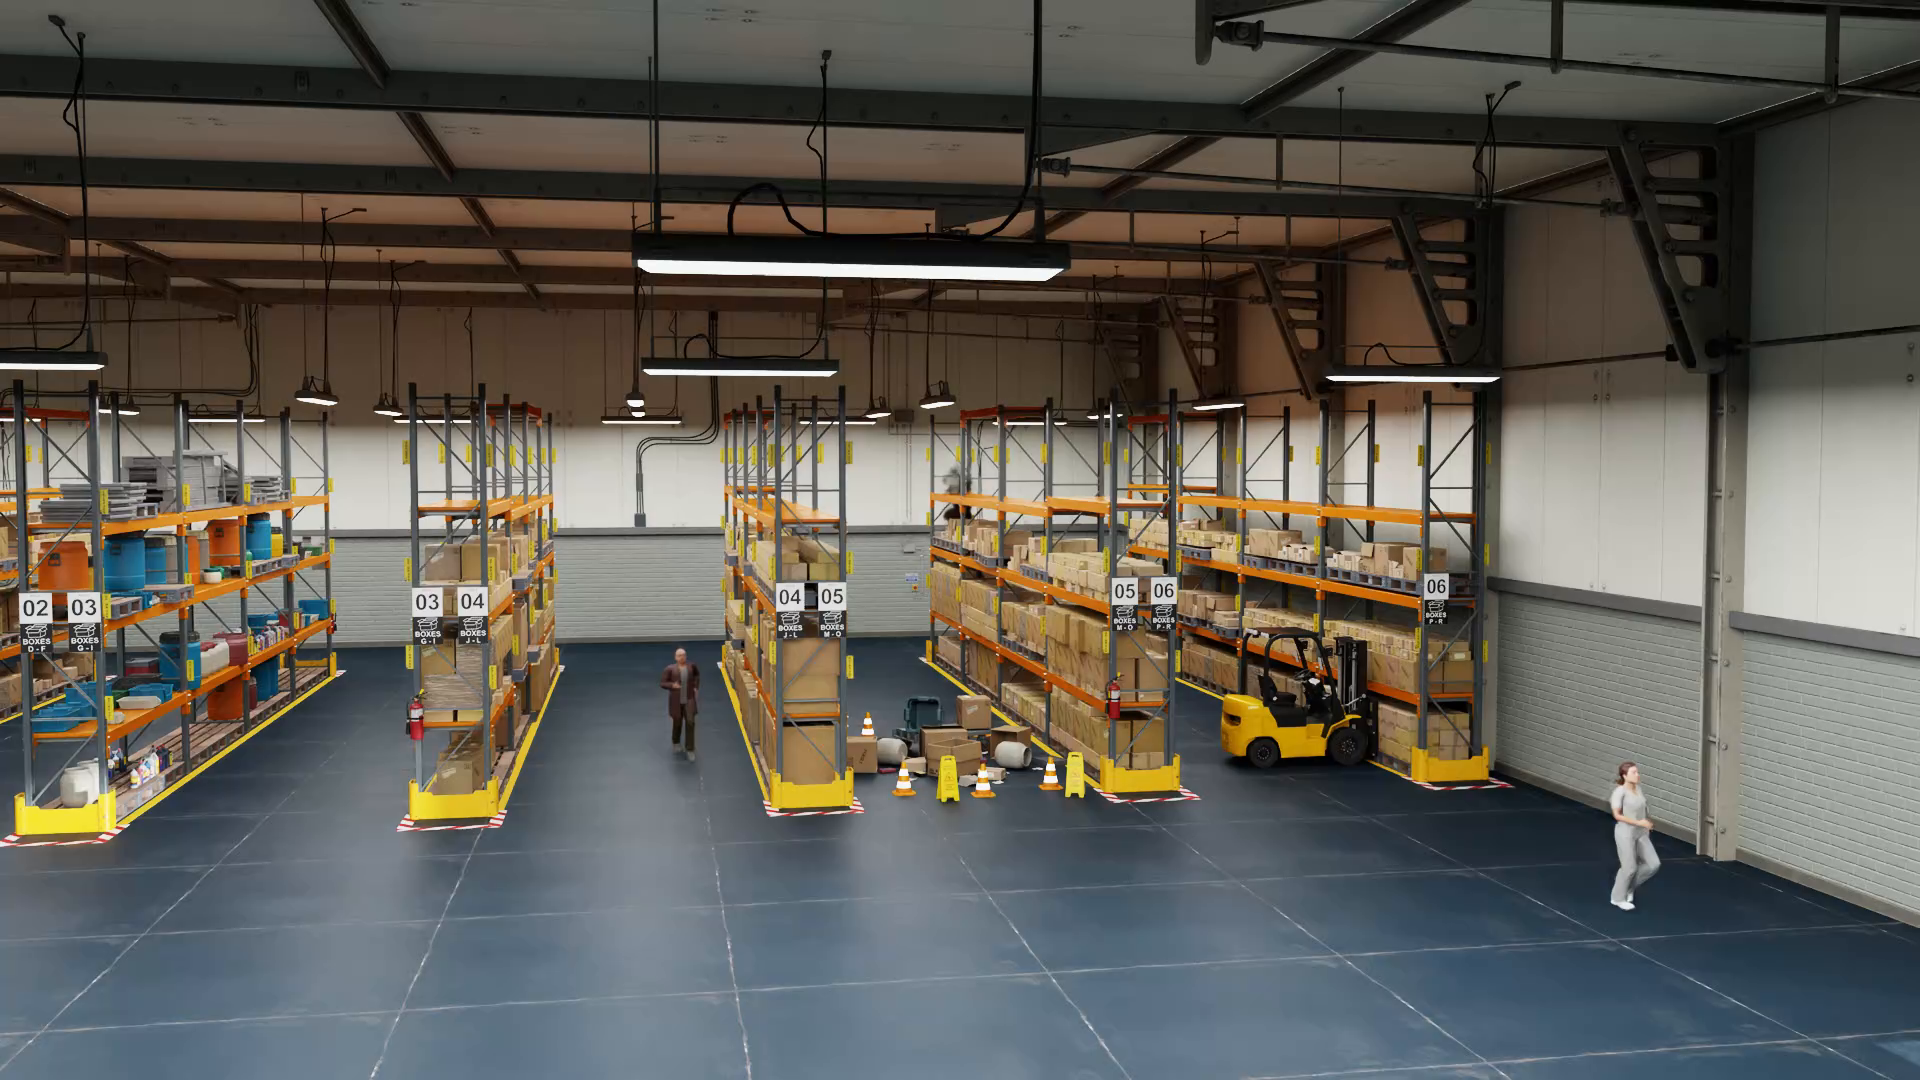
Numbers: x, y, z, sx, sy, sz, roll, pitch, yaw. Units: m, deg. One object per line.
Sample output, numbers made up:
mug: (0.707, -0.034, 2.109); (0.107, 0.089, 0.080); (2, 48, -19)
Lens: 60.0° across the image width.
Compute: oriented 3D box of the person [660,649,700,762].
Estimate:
person: (-4.613, 2.710, 27.532); (0.697, 1.831, 0.921); (-1, 3, -18)

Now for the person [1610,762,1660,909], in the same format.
person: (7.403, 3.254, 18.250); (0.550, 1.633, 0.571); (-1, 3, -26)
